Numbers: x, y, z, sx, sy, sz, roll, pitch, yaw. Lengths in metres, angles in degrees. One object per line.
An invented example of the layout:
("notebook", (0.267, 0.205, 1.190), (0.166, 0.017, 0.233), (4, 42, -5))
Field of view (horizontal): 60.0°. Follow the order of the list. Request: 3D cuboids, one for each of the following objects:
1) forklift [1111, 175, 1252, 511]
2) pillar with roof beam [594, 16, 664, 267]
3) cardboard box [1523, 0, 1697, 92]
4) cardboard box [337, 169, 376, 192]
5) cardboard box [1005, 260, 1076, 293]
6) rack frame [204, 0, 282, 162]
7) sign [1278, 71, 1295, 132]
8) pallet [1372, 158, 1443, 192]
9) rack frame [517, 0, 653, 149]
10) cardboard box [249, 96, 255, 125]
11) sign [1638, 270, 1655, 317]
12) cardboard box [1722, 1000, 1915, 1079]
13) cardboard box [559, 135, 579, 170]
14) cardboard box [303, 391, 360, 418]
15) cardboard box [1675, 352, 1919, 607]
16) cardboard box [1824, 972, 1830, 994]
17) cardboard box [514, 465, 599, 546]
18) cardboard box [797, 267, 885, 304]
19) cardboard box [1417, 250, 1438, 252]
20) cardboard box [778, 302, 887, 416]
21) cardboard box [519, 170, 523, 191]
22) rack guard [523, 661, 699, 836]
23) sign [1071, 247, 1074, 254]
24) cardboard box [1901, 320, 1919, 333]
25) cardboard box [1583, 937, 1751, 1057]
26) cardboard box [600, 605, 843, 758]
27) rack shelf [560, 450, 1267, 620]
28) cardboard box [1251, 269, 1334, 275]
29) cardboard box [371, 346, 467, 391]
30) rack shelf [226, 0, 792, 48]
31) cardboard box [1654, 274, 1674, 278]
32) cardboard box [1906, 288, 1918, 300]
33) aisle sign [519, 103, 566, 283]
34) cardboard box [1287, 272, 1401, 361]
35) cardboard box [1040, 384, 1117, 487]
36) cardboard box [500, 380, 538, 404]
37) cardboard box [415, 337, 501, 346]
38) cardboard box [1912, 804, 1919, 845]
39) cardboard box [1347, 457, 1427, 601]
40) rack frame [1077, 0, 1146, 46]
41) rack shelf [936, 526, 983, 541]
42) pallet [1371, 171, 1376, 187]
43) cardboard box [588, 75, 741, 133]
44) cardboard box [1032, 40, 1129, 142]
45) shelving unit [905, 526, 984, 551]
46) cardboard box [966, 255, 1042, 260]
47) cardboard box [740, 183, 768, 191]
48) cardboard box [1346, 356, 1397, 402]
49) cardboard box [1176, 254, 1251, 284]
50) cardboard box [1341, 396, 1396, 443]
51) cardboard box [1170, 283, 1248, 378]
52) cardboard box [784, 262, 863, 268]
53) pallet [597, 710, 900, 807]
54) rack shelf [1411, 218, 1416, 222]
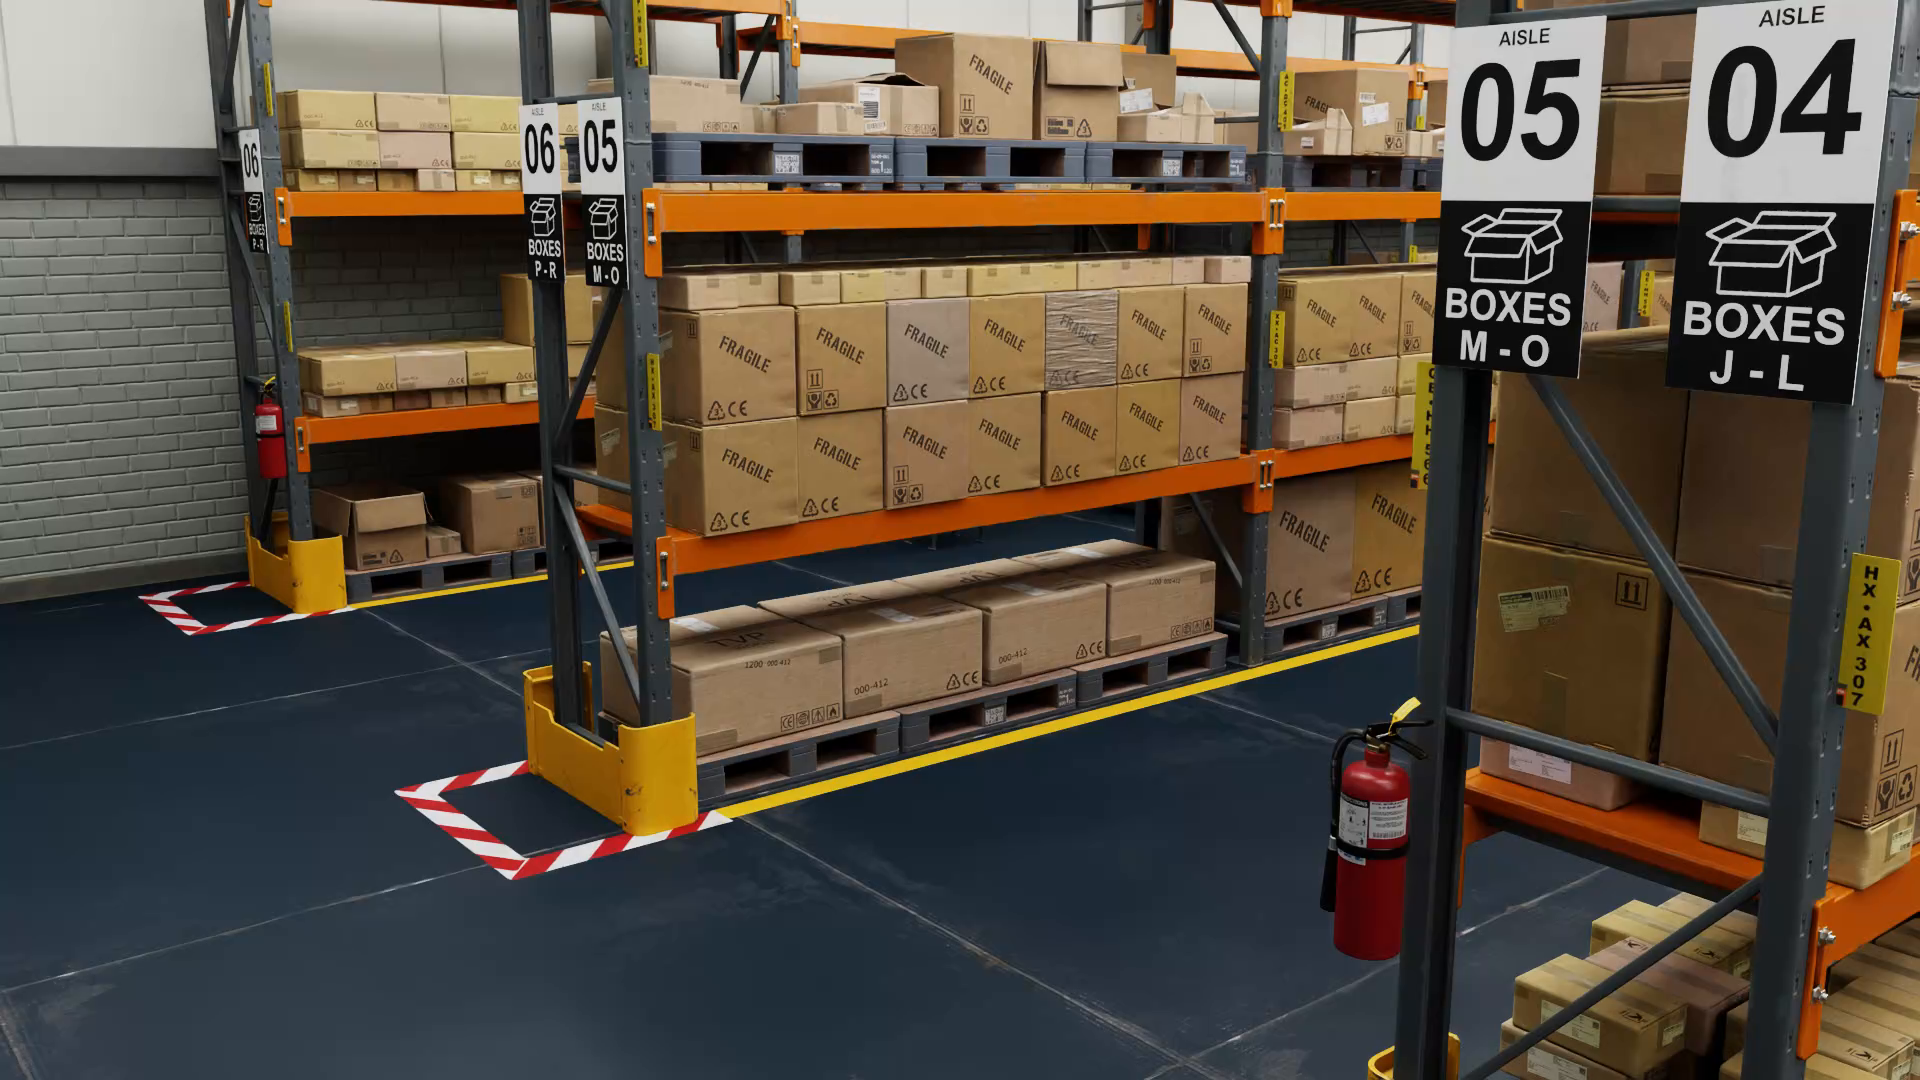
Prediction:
("forklift", (2.348, -1.906, 15.550), (1.130, 2.935, 3.031), (5, 13, 21))
("pillar with roof beam", (-0.048, -3.877, 10.222), (0.400, 9.000, 9.100), (-9, 15, -38))
("cardboard box", (1.722, -1.211, 4.046), (0.500, 0.250, 0.500), (-10, 16, -39))
("cardboard box", (-4.172, -2.452, 11.338), (0.250, 0.149, 0.380), (-9, 15, -37))
("cardboard box", (0.394, -1.388, 8.736), (0.250, 0.149, 0.380), (-10, 15, -39))
("rack frame", (-4.754, -4.000, 10.803), (0.127, 3.000, 1.000), (-9, 15, -38))
("sign", (1.821, -2.449, 9.285), (0.005, 0.325, 0.100), (-9, 15, -38))
("pallet", (3.255, -2.436, 11.115), (1.213, 0.211, 1.003), (-9, 15, -35))
("rack frame", (-1.650, -3.196, 7.014), (0.127, 3.000, 1.000), (-9, 15, -38))
("cardboard box", (-4.581, -2.953, 11.533), (0.500, 0.250, 0.500), (-10, 16, -39))
("sign", (4.946, -1.776, 11.984), (0.005, 0.325, 0.100), (-9, 15, -38))
("cardboard box", (2.282, 1.358, 4.430), (0.250, 0.149, 0.380), (-9, 15, -37))
("cardboard box", (-3.056, -2.823, 12.125), (0.500, 0.250, 0.500), (-10, 15, -39))
("cardboard box", (-4.326, -0.941, 11.444), (0.250, 0.149, 0.380), (-10, 15, -38))
("cardboard box", (2.037, -0.170, 3.845), (0.500, 0.500, 0.500), (-10, 15, -38))
("cardboard box", (2.434, 1.371, 5.085), (0.250, 0.149, 0.380), (-10, 15, -38))
("cardboard box", (-3.050, -0.269, 12.683), (0.500, 0.500, 0.500), (-9, 15, -37))
("cardboard box", (-0.571, -1.215, 7.922), (0.250, 0.149, 0.380), (-10, 16, -39))
("cardboard box", (5.468, -3.360, 19.714), (0.250, 0.149, 0.380), (-10, 15, -39))
("cardboard box", (-0.699, -0.884, 7.920), (0.500, 0.500, 0.500), (-10, 16, -39))
("cardboard box", (-3.102, -2.597, 12.021), (0.250, 0.149, 0.380), (-9, 15, -38))
("rack guard", (-1.669, 0.965, 7.882), (0.348, 0.500, 1.175), (-9, 15, -38))
("sign", (1.143, -2.760, 16.617), (0.005, 0.325, 0.100), (-9, 15, -38))
("cardboard box", (2.519, -0.389, 4.877), (0.500, 0.500, 0.500), (-8, 15, -35))
("cardboard box", (2.008, 1.294, 4.736), (0.250, 0.149, 0.380), (-9, 15, -37))
("cardboard box", (-1.198, 0.685, 8.340), (0.875, 0.438, 0.875), (-10, 16, -40))
("rack shelf", (-0.089, -0.169, 8.934), (4.000, 0.370, 1.077), (-9, 15, -38))
("cardboard box", (2.064, -1.485, 10.754), (0.500, 0.500, 0.500), (-9, 15, -37))
("cardboard box", (-3.838, -1.219, 11.791), (0.500, 0.250, 0.500), (-9, 15, -37))
("rack shelf", (-3.192, -3.906, 12.101), (4.000, 0.370, 1.077), (-9, 15, -38))
("cardboard box", (5.495, -1.789, 12.863), (0.500, 0.500, 0.500), (-8, 15, -35))
("cardboard box", (8.238, -2.025, 14.985), (0.500, 0.500, 0.500), (-9, 15, -38))
("aisle sign", (-1.900, -1.574, 7.560), (0.004, 0.787, 0.394), (-9, 15, -38))
("cardboard box", (2.376, -1.399, 10.349), (0.500, 0.500, 0.500), (-10, 15, -38))
("cardboard box", (0.489, -0.592, 8.956), (0.500, 0.500, 0.500), (-10, 15, -38))
("cardboard box", (-3.289, -1.100, 12.193), (0.250, 0.149, 0.380), (-10, 16, -39))
("cardboard box", (-3.768, -1.371, 12.508), (0.500, 0.250, 0.500), (-9, 15, -36))
("cardboard box", (2.151, 0.623, 4.079), (0.250, 0.149, 0.380), (-9, 15, -36))
("cardboard box", (2.608, -0.158, 11.257), (0.875, 0.875, 0.875), (-9, 15, -36))
("rack frame", (1.493, -5.038, 15.692), (0.127, 3.000, 1.000), (-9, 15, -38))
("rack shelf", (-0.129, -0.308, 13.458), (0.480, 0.518, 0.431), (-9, 15, -38))
("pallet", (3.936, -3.880, 17.919), (1.217, 0.209, 0.805), (-10, 16, -40))
("cardboard box", (-1.355, -1.982, 7.631), (0.500, 0.250, 0.500), (-11, 16, -43))
("cardboard box", (0.440, -2.372, 8.857), (0.637, 0.503, 0.797), (-8, 14, -33))
("shelving unit", (-0.129, -1.006, 13.310), (0.503, 2.100, 0.431), (-9, 15, -38))
("cardboard box", (0.243, -1.509, 9.303), (0.250, 0.149, 0.380), (-10, 16, -39))
("cardboard box", (-1.727, -2.835, 13.140), (0.250, 0.149, 0.380), (-10, 15, -38))
("cardboard box", (2.382, -1.035, 10.439), (0.500, 0.250, 0.500), (-9, 15, -37))
("cardboard box", (1.431, -1.544, 9.469), (0.250, 0.149, 0.380), (-10, 15, -39))
("cardboard box", (2.385, -0.789, 10.482), (0.500, 0.250, 0.500), (-10, 16, -39))
("cardboard box", (1.277, -1.212, 9.468), (0.500, 0.500, 0.500), (-10, 15, -38))
("cardboard box", (-0.692, -1.328, 8.452), (0.250, 0.149, 0.380), (-10, 15, -38))
("pallet", (-1.075, 0.986, 8.476), (1.213, 0.211, 1.003), (-9, 15, -38))
("rack shelf", (6.178, -3.998, 19.745), (4.000, 0.370, 1.077), (-9, 15, -38))
